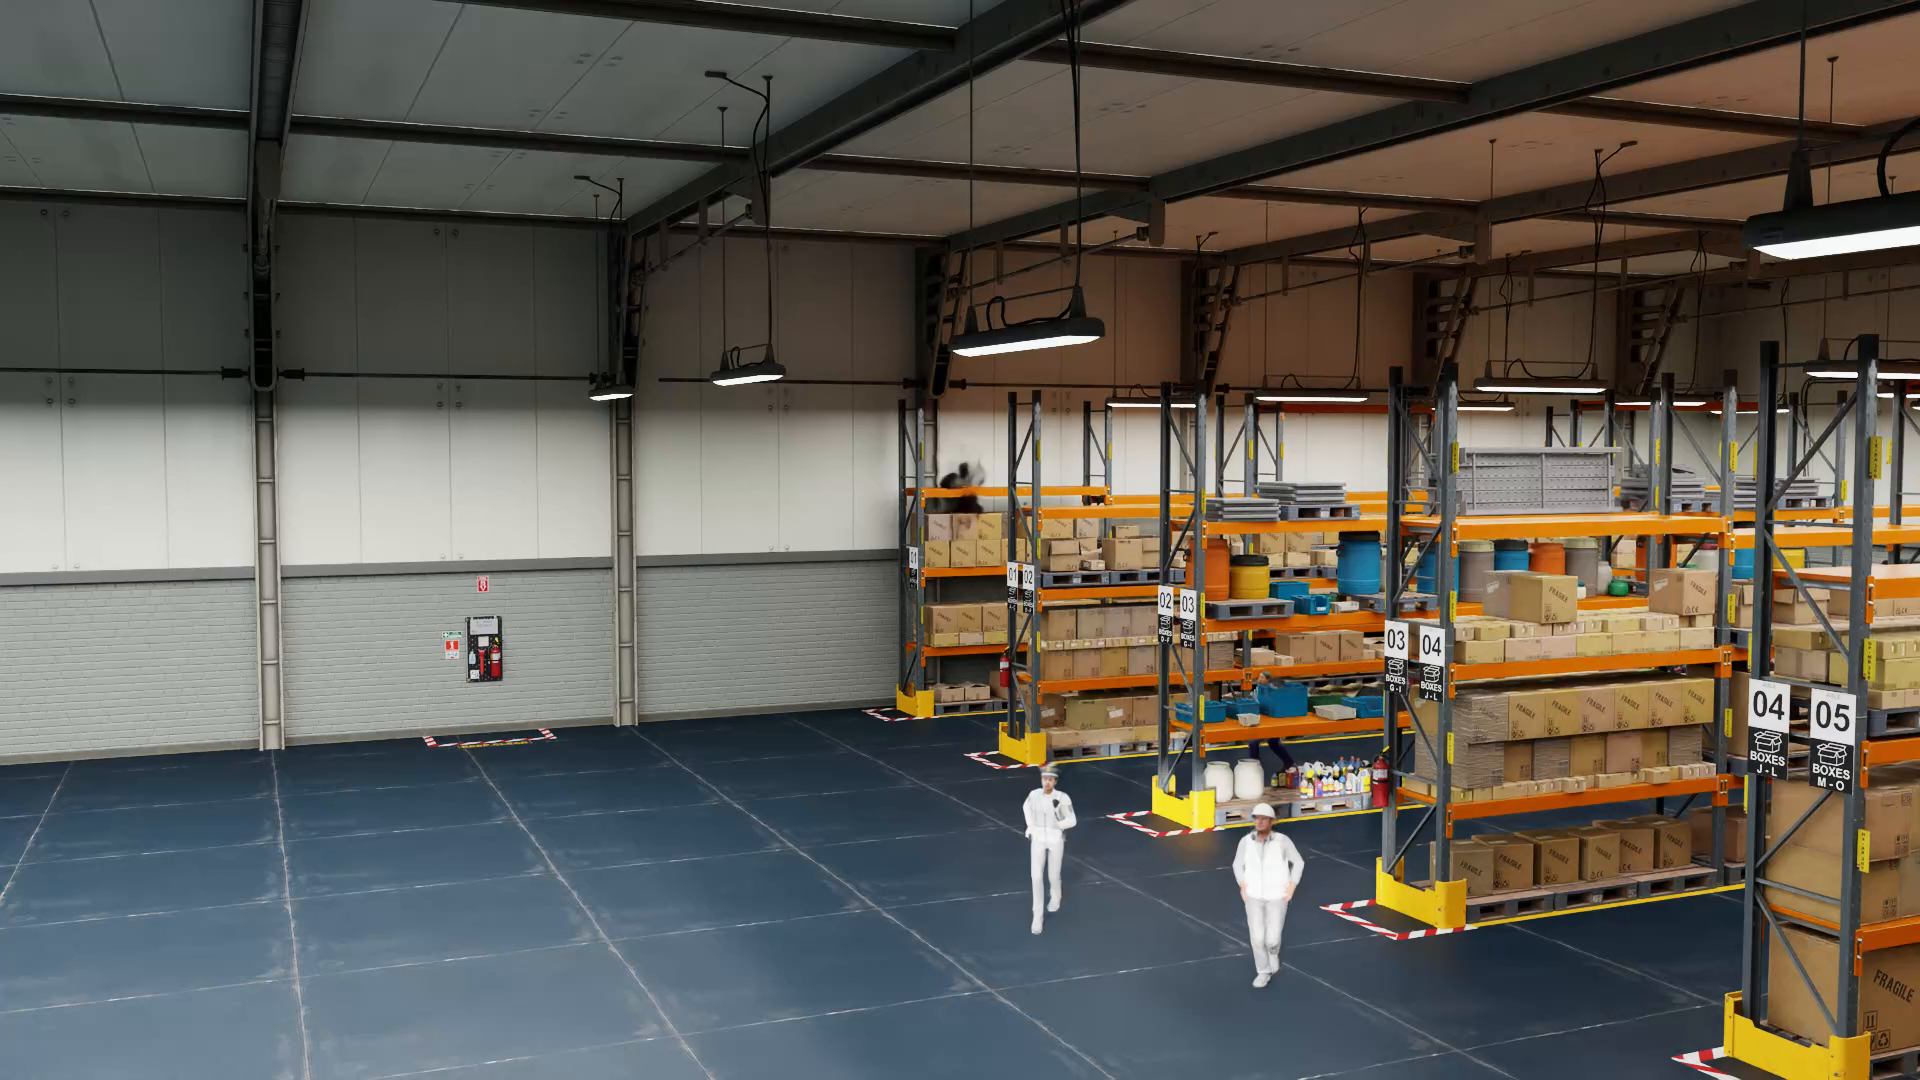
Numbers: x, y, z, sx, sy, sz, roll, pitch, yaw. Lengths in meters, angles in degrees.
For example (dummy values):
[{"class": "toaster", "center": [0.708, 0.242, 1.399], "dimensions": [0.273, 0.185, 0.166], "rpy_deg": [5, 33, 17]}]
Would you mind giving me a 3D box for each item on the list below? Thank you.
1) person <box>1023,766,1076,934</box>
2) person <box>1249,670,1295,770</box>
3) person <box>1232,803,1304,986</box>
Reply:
[{"class": "person", "center": [0.953, 3.265, 17.850], "dimensions": [0.607, 1.733, 0.877], "rpy_deg": [1, 3, 11]}, {"class": "person", "center": [4.718, 2.821, 25.550], "dimensions": [0.919, 1.651, 0.599], "rpy_deg": [-2, 4, -29]}, {"class": "person", "center": [2.909, 3.376, 15.822], "dimensions": [0.668, 1.736, 0.523], "rpy_deg": [1, 4, 21]}]
